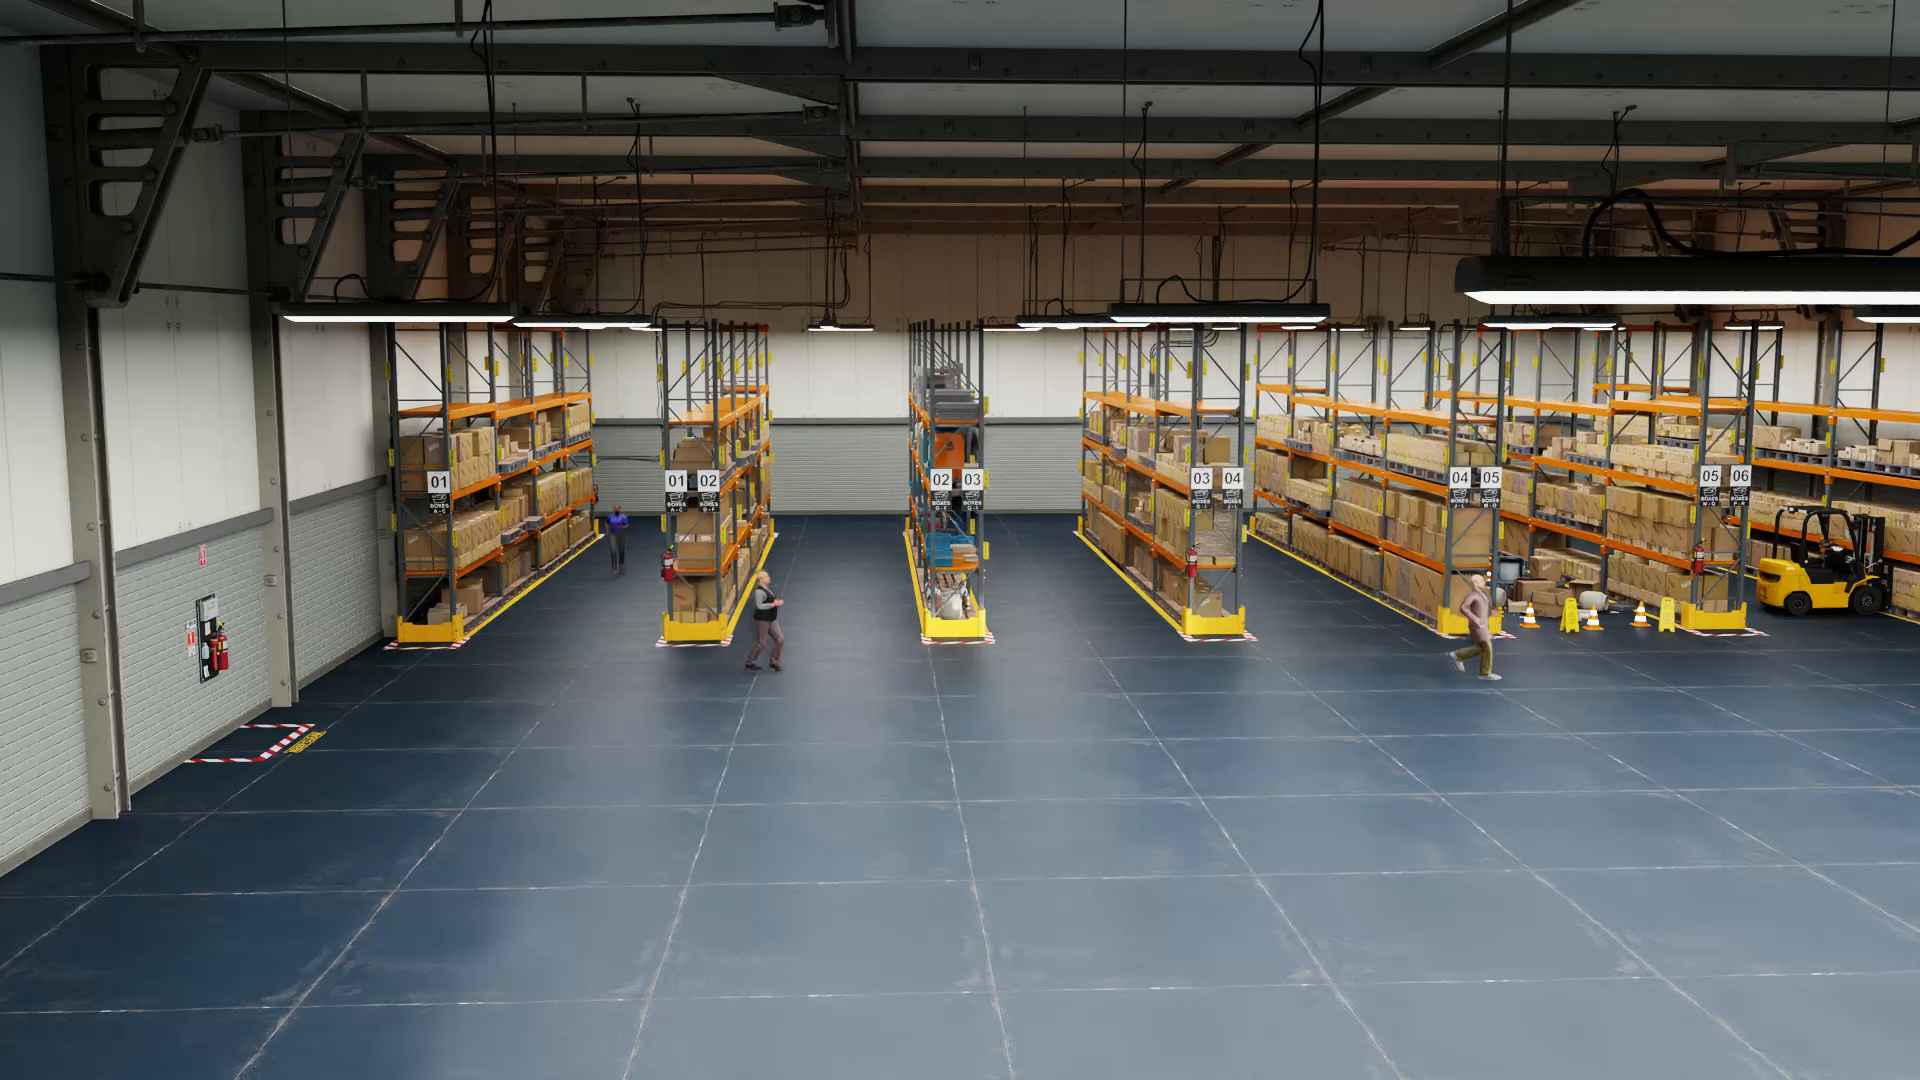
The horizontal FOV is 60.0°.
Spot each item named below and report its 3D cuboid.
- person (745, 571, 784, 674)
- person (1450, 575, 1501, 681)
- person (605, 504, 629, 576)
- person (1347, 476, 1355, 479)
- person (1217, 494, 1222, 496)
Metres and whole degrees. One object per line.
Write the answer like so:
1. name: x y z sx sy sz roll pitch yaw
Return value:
1. person: -3.284 1.409 28.091 0.734 1.777 0.639 2 7 18
2. person: 8.595 1.445 27.683 0.897 1.745 0.720 5 9 35
3. person: -8.215 -0.037 39.869 0.565 1.675 0.894 -1 7 -10
4. person: 10.888 -0.906 46.256 0.662 1.768 0.993 -2 7 -16
5. person: 7.402 -1.071 48.681 0.562 1.623 0.682 -3 8 -22
